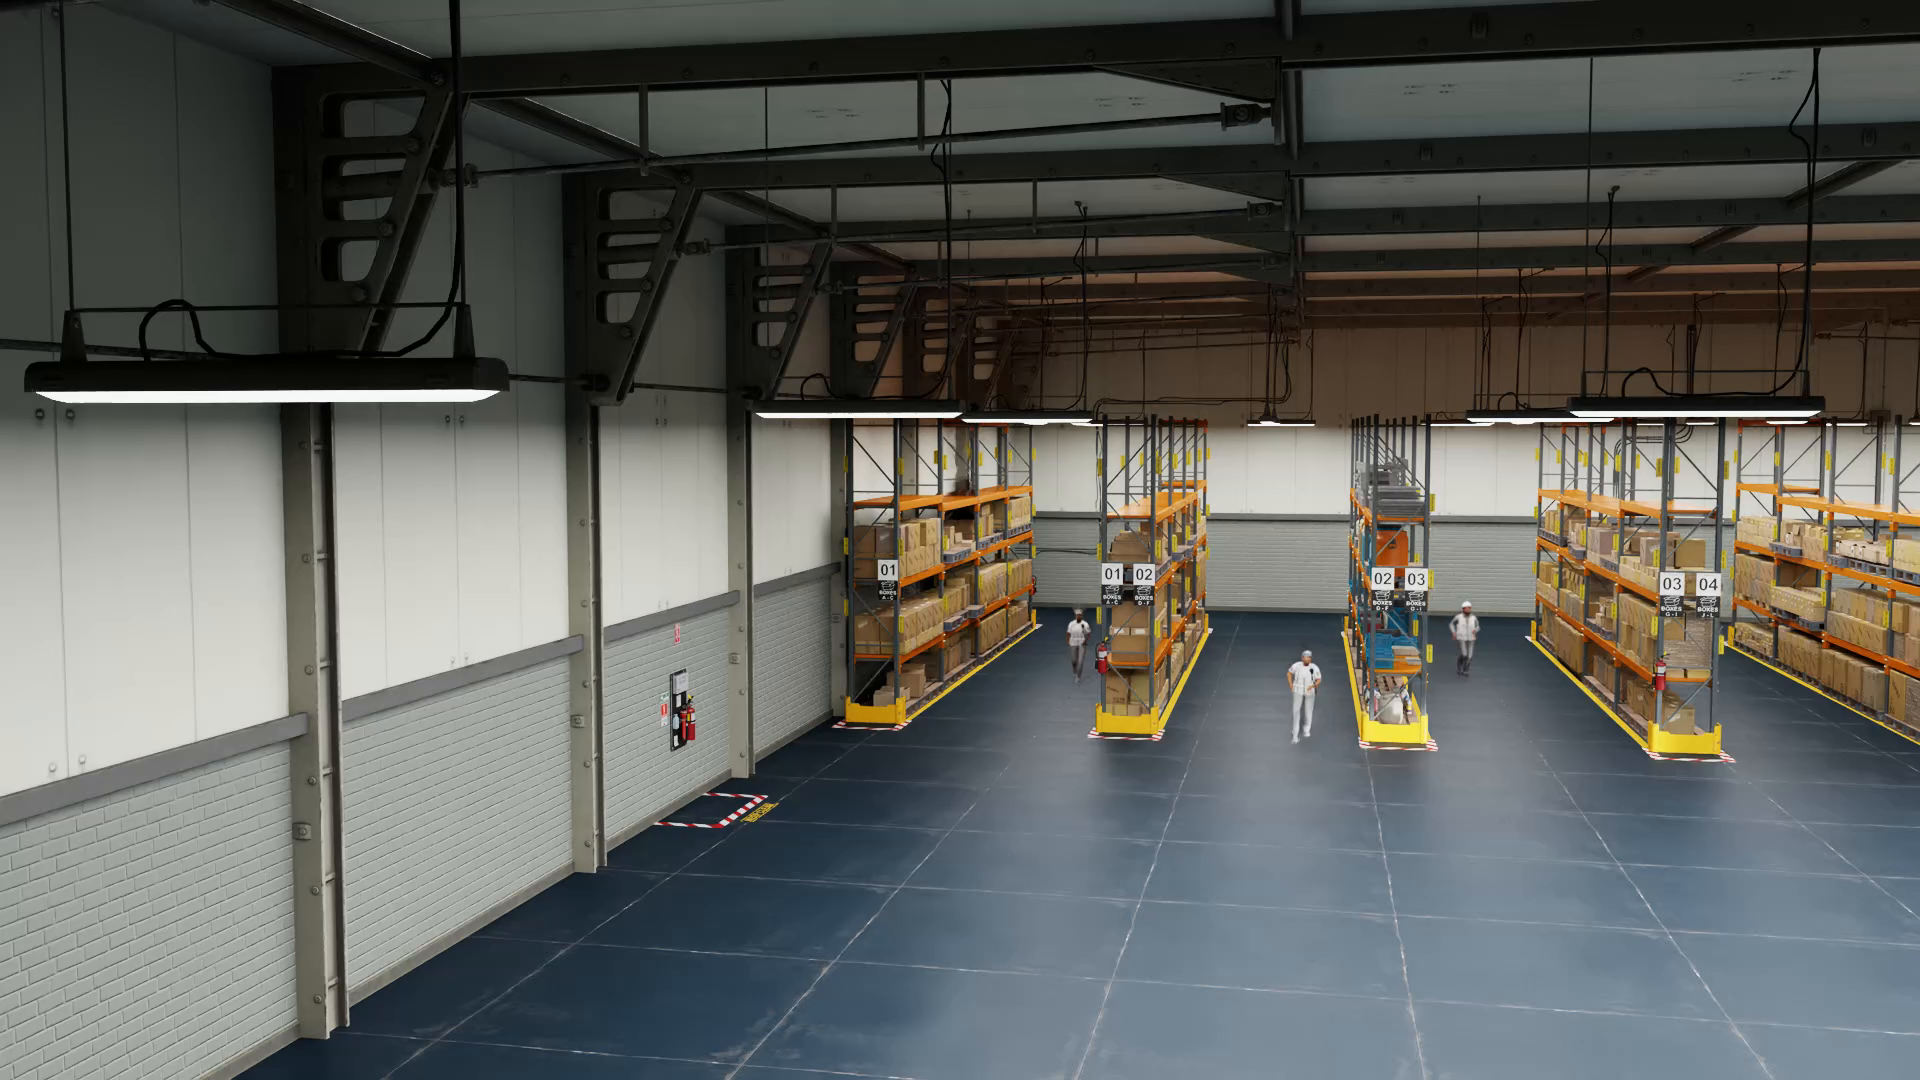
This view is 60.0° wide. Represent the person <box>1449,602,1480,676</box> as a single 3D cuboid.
[{"bbox_3d":[11.668,2.294,38.330,0.646,1.731,0.617,0,4,1],"label":"person"}]

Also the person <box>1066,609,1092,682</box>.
[{"bbox_3d":[2.697,2.390,37.825,0.583,1.662,0.558,1,4,9],"label":"person"}]

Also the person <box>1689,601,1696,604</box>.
[{"bbox_3d":[19.671,1.944,44.894,0.743,1.638,0.720,-3,5,-35],"label":"person"}]

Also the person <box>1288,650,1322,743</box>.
[{"bbox_3d":[6.342,2.872,30.601,0.609,1.705,0.700,1,4,9],"label":"person"}]
